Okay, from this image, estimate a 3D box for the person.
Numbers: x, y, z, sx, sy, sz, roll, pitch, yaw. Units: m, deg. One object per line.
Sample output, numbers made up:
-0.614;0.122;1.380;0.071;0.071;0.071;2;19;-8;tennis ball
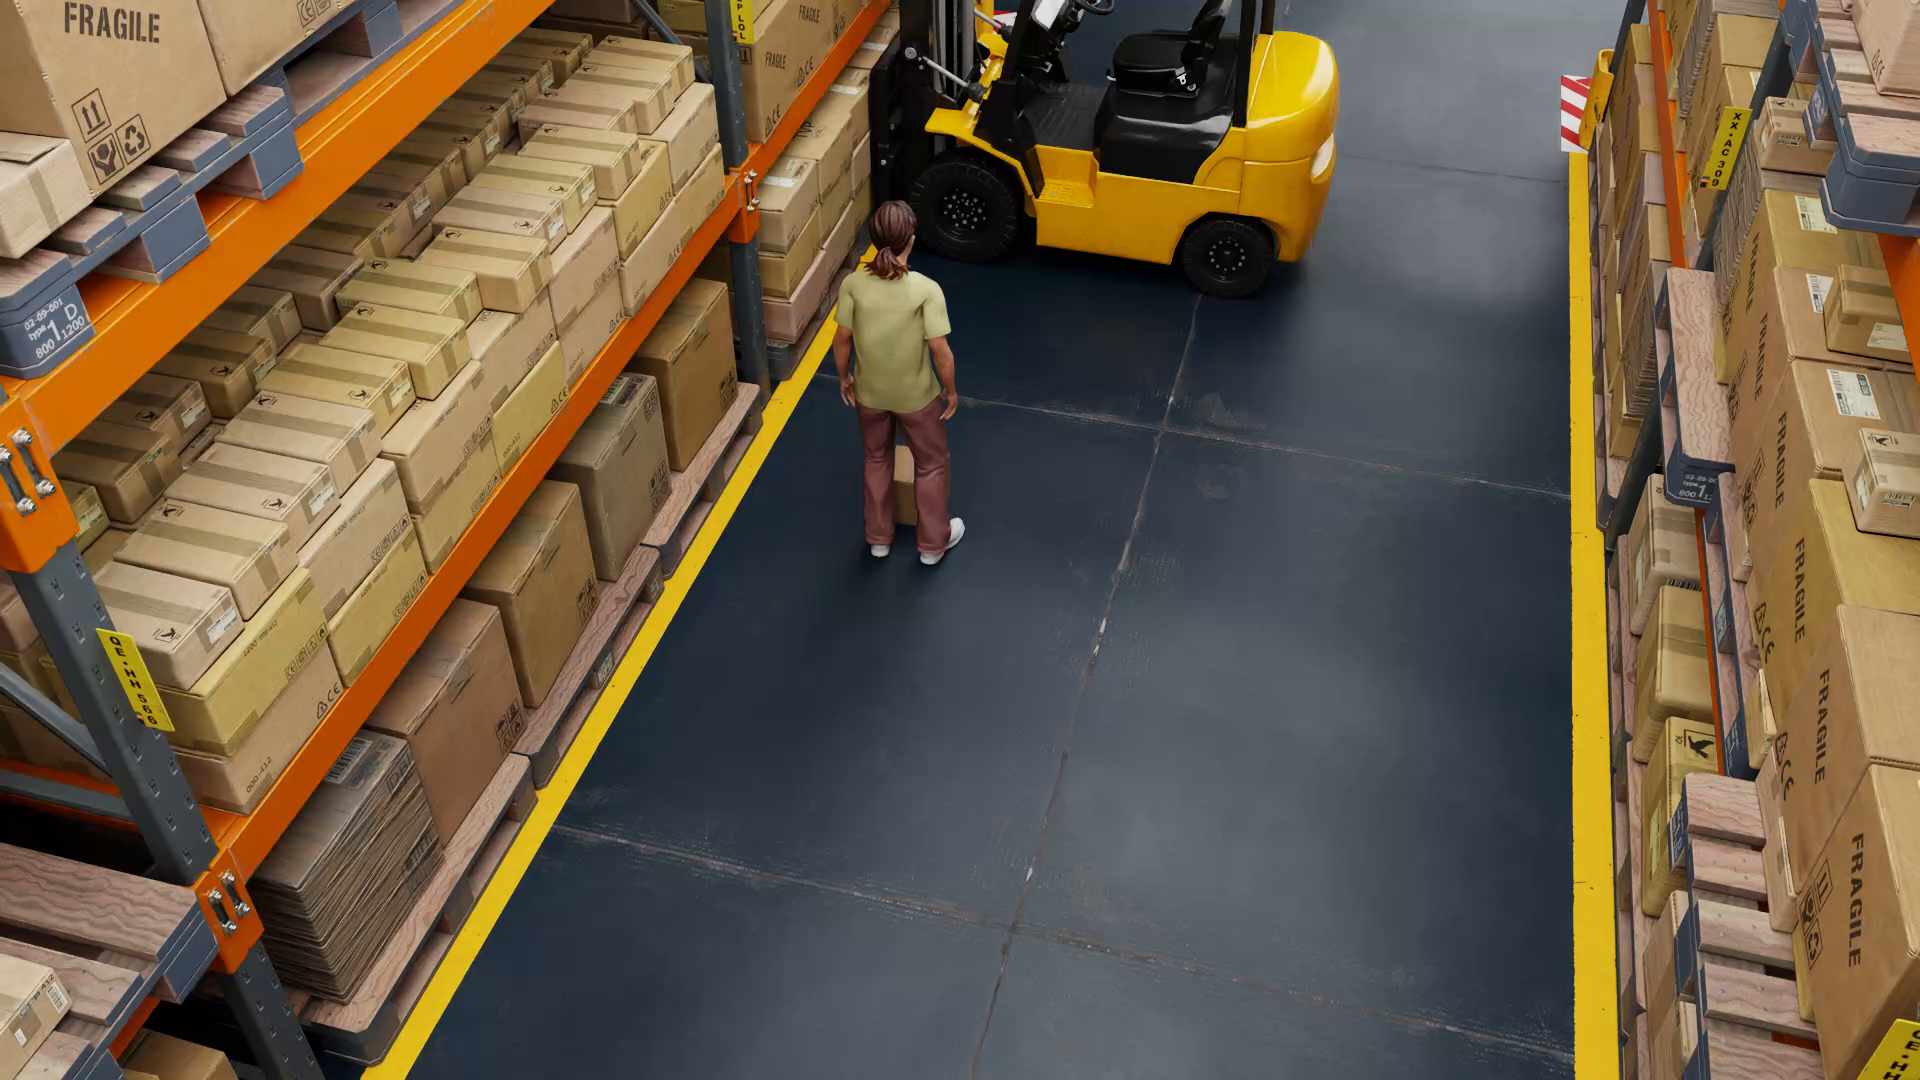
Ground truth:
-0.256;-0.618;6.866;0.505;1.672;0.350;9;42;11;person
